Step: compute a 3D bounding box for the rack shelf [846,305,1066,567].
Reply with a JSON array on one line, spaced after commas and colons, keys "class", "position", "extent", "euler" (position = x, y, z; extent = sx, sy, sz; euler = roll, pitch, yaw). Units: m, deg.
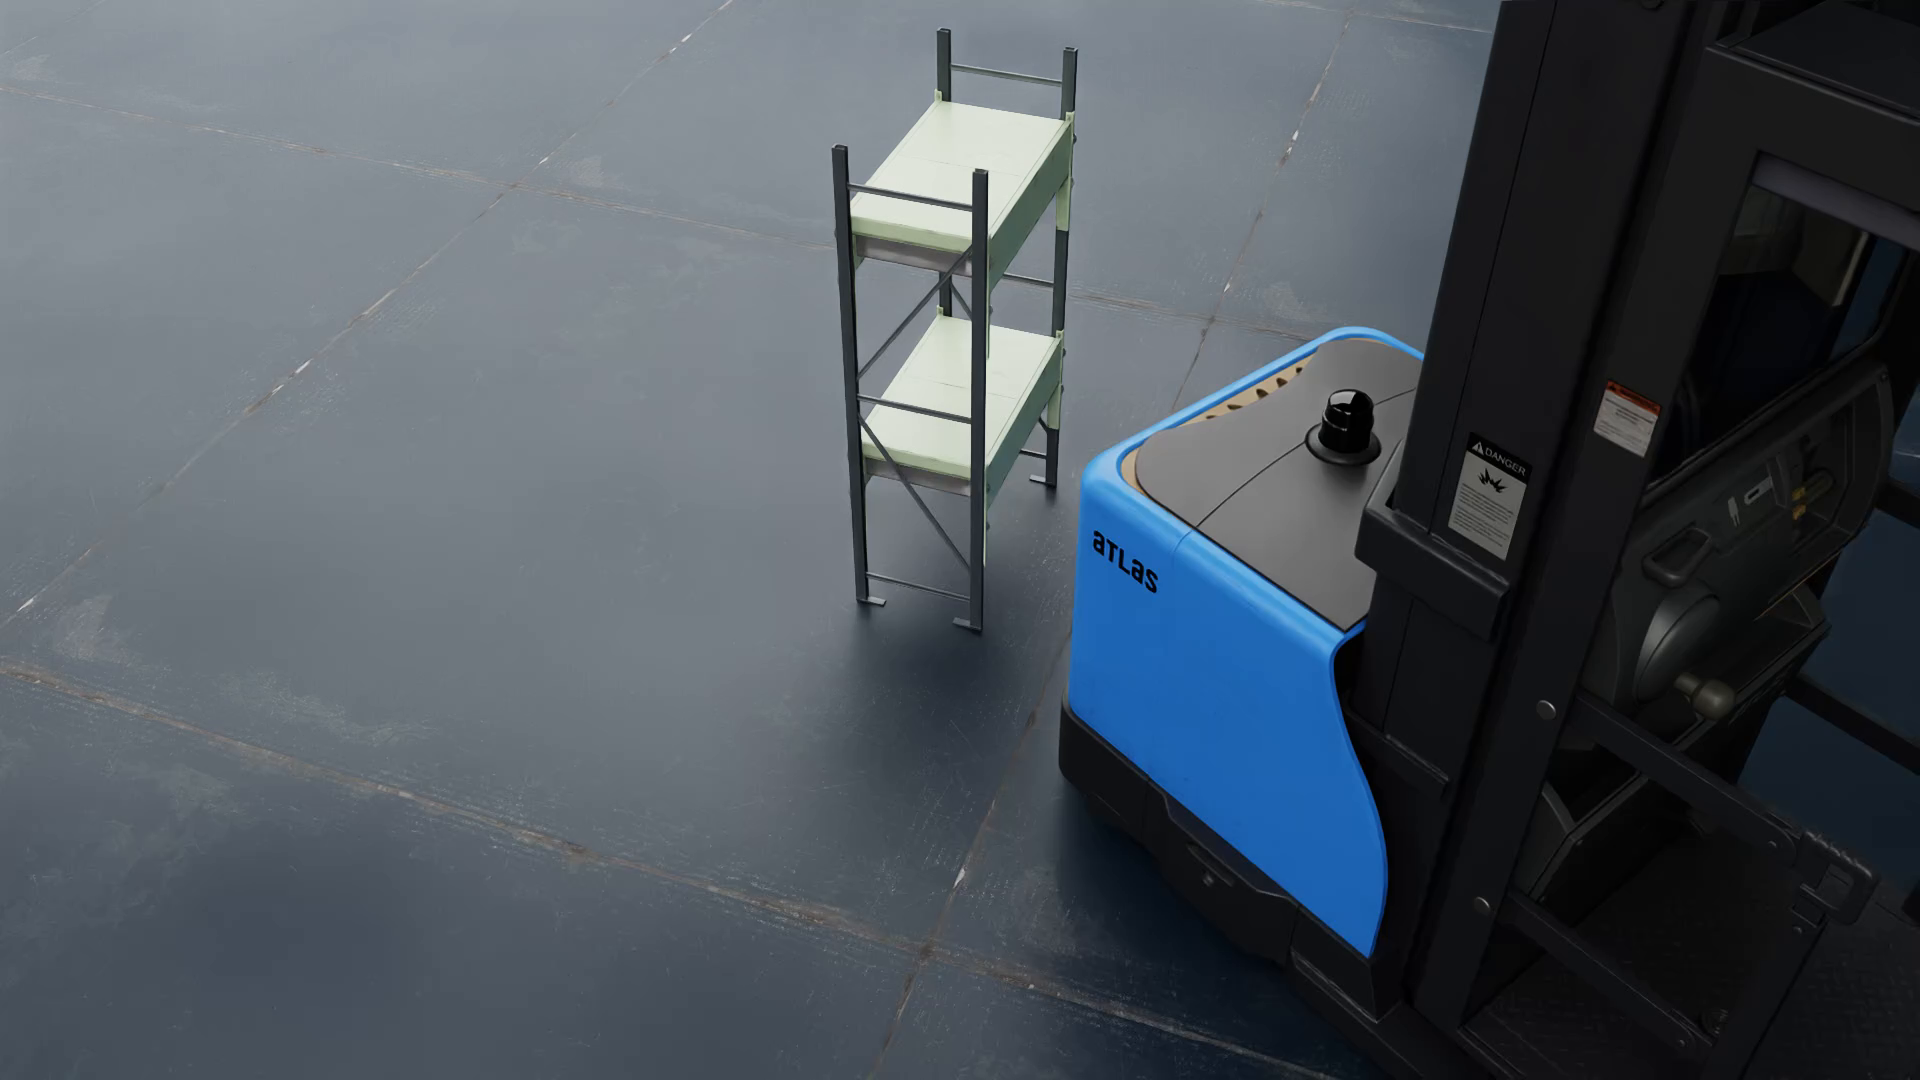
[{"class": "rack shelf", "position": [0.002, -0.327, 4.980], "extent": [0.431, 0.370, 0.720], "euler": [13, 42, 15]}]

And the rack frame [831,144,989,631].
[{"class": "rack frame", "position": [-0.123, -0.351, 4.506], "extent": [0.400, 1.500, 0.023], "euler": [13, 42, 15]}]

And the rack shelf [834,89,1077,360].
[{"class": "rack shelf", "position": [0.002, -0.872, 4.515], "extent": [0.431, 0.370, 0.720], "euler": [13, 42, 15]}]

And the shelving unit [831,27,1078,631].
[{"class": "shelving unit", "position": [0.002, -0.575, 4.768], "extent": [0.431, 1.500, 0.755], "euler": [13, 42, 15]}]

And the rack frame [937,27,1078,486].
[{"class": "rack frame", "position": [0.127, -0.798, 5.030], "extent": [0.400, 1.500, 0.023], "euler": [13, 42, 15]}]

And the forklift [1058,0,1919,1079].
[{"class": "forklift", "position": [1.586, 0.066, 2.914], "extent": [1.130, 2.935, 3.031], "euler": [-28, 48, -29]}]
